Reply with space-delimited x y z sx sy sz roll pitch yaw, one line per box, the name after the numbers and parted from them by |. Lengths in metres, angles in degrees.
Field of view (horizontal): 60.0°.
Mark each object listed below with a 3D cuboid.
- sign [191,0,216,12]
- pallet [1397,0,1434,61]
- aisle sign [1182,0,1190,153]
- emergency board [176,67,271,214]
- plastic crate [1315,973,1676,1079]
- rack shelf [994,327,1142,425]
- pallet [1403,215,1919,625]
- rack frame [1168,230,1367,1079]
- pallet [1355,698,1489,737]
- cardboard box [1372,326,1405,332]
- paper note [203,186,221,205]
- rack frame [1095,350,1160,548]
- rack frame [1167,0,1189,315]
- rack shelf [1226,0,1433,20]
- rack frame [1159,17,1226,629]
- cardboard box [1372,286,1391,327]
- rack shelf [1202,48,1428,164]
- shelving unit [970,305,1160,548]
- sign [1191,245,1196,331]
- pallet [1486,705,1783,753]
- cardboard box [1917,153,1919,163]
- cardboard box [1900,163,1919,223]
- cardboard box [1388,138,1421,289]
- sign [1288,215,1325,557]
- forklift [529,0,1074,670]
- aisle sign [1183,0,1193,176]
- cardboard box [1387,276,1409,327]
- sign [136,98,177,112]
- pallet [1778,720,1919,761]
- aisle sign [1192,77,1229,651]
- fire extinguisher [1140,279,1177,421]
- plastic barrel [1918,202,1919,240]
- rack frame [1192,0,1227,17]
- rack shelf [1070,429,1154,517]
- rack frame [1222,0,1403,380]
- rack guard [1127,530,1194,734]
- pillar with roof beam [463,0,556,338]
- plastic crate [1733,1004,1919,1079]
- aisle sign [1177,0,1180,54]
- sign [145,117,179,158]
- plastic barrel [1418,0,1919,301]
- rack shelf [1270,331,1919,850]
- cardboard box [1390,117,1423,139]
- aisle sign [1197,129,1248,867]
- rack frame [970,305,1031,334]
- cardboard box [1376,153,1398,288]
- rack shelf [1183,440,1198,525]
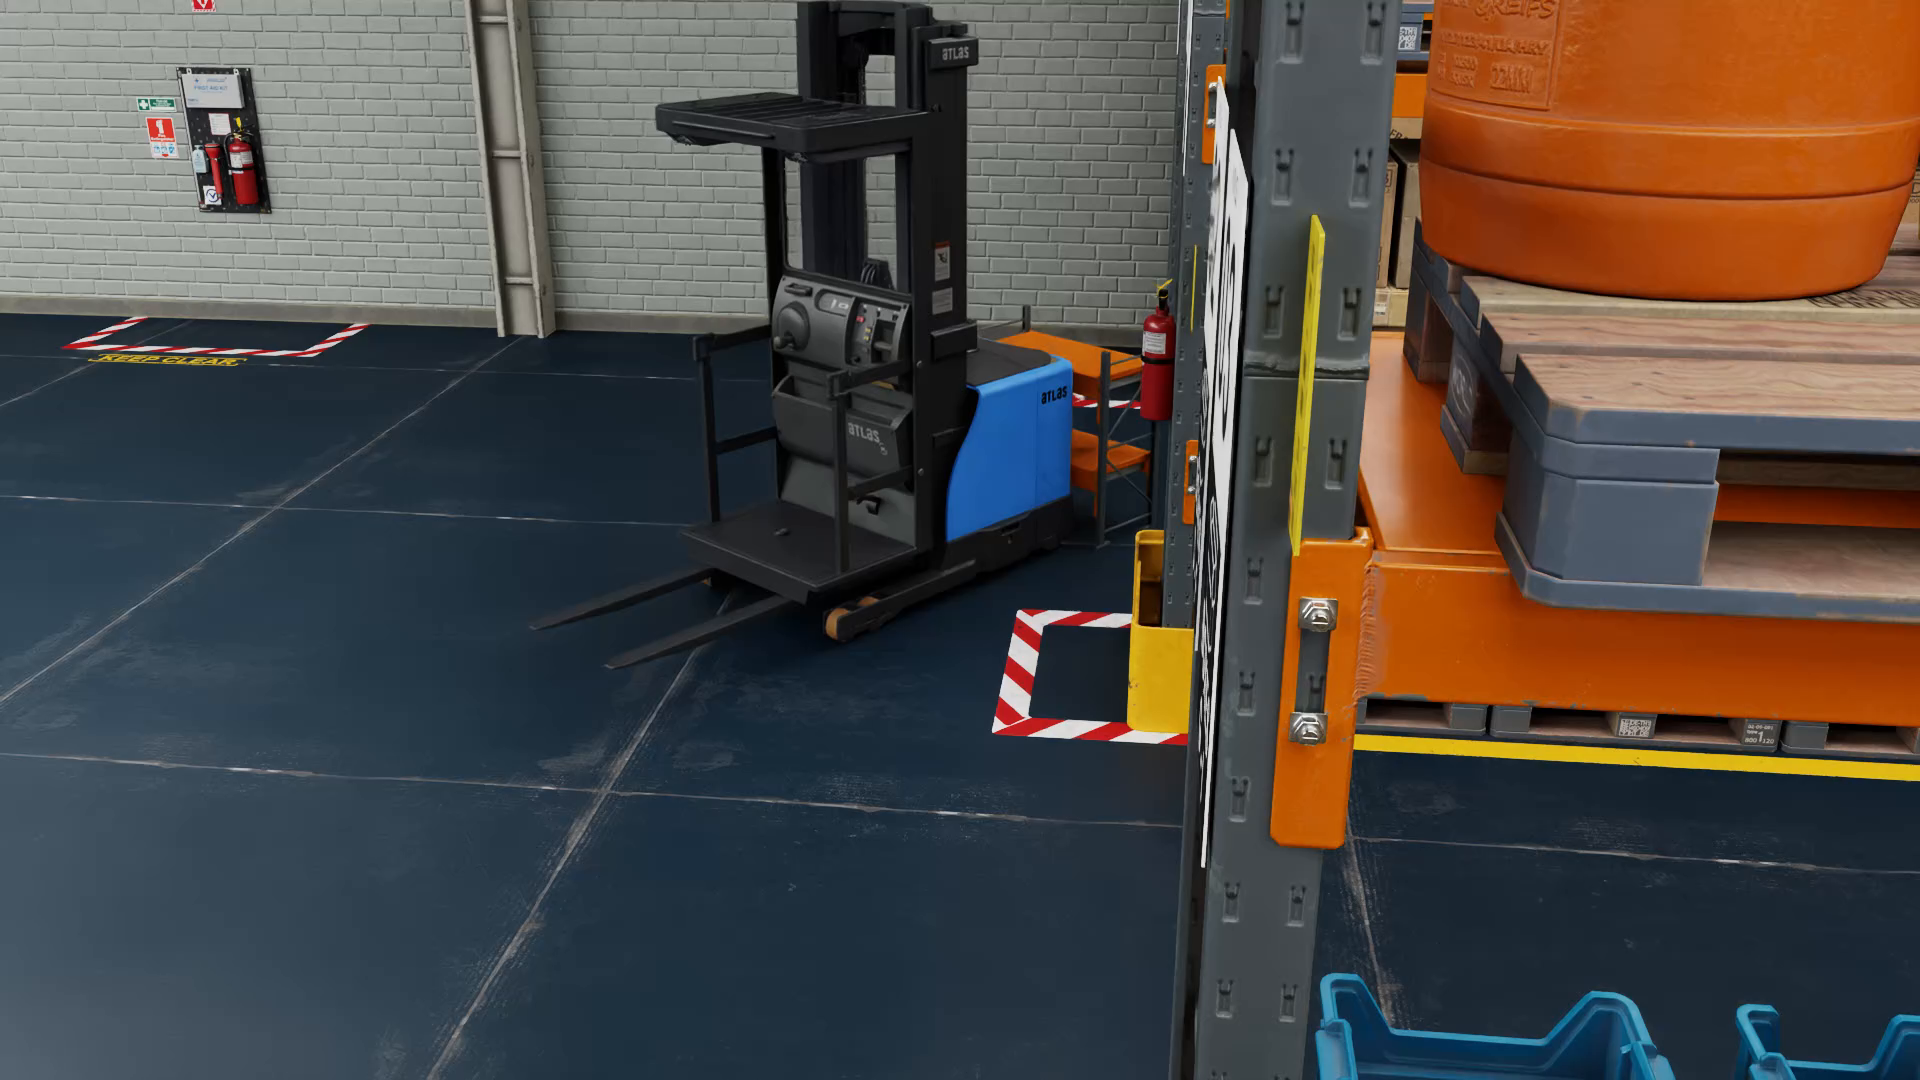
-6.030 -4.350 13.211 0.199 0.298 0.001 2 22 6 | sign
1.697 -2.075 6.648 1.213 0.211 1.003 2 22 6 | pallet
0.968 -2.080 7.085 0.004 0.787 0.394 2 22 6 | aisle sign
-6.033 -3.236 13.544 0.643 1.169 0.194 2 22 6 | emergency board
0.944 1.029 2.960 0.616 0.251 0.499 2 22 6 | plastic crate
0.591 -0.953 9.524 0.538 0.278 1.000 -20 29 -41 | rack shelf
1.222 -0.188 2.013 1.213 0.211 1.003 2 22 6 | pallet
0.412 1.047 2.711 0.127 3.000 1.000 2 22 6 | rack frame
1.763 0.554 7.752 1.213 0.211 1.003 2 22 6 | pallet
1.982 -0.762 7.150 0.500 0.500 0.700 3 22 8 | cardboard box
-6.201 -2.859 13.790 0.142 0.148 0.016 2 22 6 | paper note
0.948 -0.548 9.294 0.500 1.125 0.032 -20 29 -41 | rack frame
1.578 -2.570 11.860 0.127 3.000 1.000 2 22 6 | rack frame
3.564 -3.544 11.222 4.000 0.370 1.077 2 22 6 | rack shelf
0.998 -0.761 7.285 0.127 3.000 1.000 2 22 6 | rack frame
1.625 -1.003 6.879 0.250 0.149 0.380 2 22 5 | cardboard box
2.984 -1.735 6.647 4.000 0.370 1.077 2 22 6 | rack shelf
0.591 -0.681 9.631 0.538 1.125 1.048 -20 29 -41 | shelving unit
0.927 -0.998 6.599 0.005 0.325 0.100 2 22 6 | sign
2.971 0.607 7.617 1.213 0.211 1.003 2 22 6 | pallet
4.027 -1.276 6.687 0.500 0.500 0.700 2 22 6 | cardboard box
3.530 -1.298 6.742 0.500 0.500 0.700 2 22 6 | cardboard box
2.036 -1.363 6.907 0.500 0.500 0.700 2 22 5 | cardboard box
0.343 -0.151 1.650 0.005 0.325 0.100 2 22 6 | sign
-0.746 -1.072 8.166 1.130 2.935 3.031 19 29 40 | forklift
0.897 -1.861 6.531 0.004 0.787 0.394 2 22 6 | aisle sign
1.873 -0.992 6.850 0.250 0.149 0.380 3 22 7 | cardboard box
-6.567 -3.557 13.588 0.331 0.109 0.001 2 22 6 | sign
4.186 0.659 7.485 1.213 0.211 1.003 2 22 6 | pallet
0.375 -0.273 2.515 0.004 0.787 0.394 2 22 6 | aisle sign
0.936 -0.900 7.741 0.183 0.674 0.296 2 22 6 | fire extinguisher
1.559 -0.627 2.040 0.600 0.588 0.600 0 22 0 | plastic barrel
0.998 -3.551 6.182 0.127 3.000 1.000 2 22 6 | rack frame
0.591 -0.454 9.721 0.538 0.278 1.000 -20 29 -41 | rack shelf
0.412 -1.743 1.608 0.127 3.000 1.000 2 22 6 | rack frame
0.974 0.400 7.747 0.348 0.500 1.175 2 22 6 | rack guard
-4.090 -4.333 8.160 0.400 9.000 9.100 2 22 6 | pillar with roof beam
1.588 1.059 2.883 0.408 0.251 0.499 2 22 6 | plastic crate
1.471 -3.672 11.113 0.004 0.787 0.394 2 22 6 | aisle sign
-6.570 -3.314 13.694 0.234 0.329 0.001 2 22 6 | sign
0.909 -0.768 2.067 0.708 0.830 0.600 2 22 6 | plastic barrel
2.398 0.073 2.073 4.000 0.370 1.077 2 22 6 | rack shelf
3.018 -2.678 11.290 0.500 0.500 0.500 2 22 5 | cardboard box
0.306 -0.058 1.970 0.004 0.787 0.394 2 22 6 | aisle sign
0.235 -0.814 9.968 0.500 1.125 0.032 -20 29 -41 | rack frame
1.513 -1.384 6.959 0.500 0.500 0.700 3 22 6 | cardboard box
2.984 -0.340 7.198 4.000 0.370 1.077 2 22 6 | rack shelf
